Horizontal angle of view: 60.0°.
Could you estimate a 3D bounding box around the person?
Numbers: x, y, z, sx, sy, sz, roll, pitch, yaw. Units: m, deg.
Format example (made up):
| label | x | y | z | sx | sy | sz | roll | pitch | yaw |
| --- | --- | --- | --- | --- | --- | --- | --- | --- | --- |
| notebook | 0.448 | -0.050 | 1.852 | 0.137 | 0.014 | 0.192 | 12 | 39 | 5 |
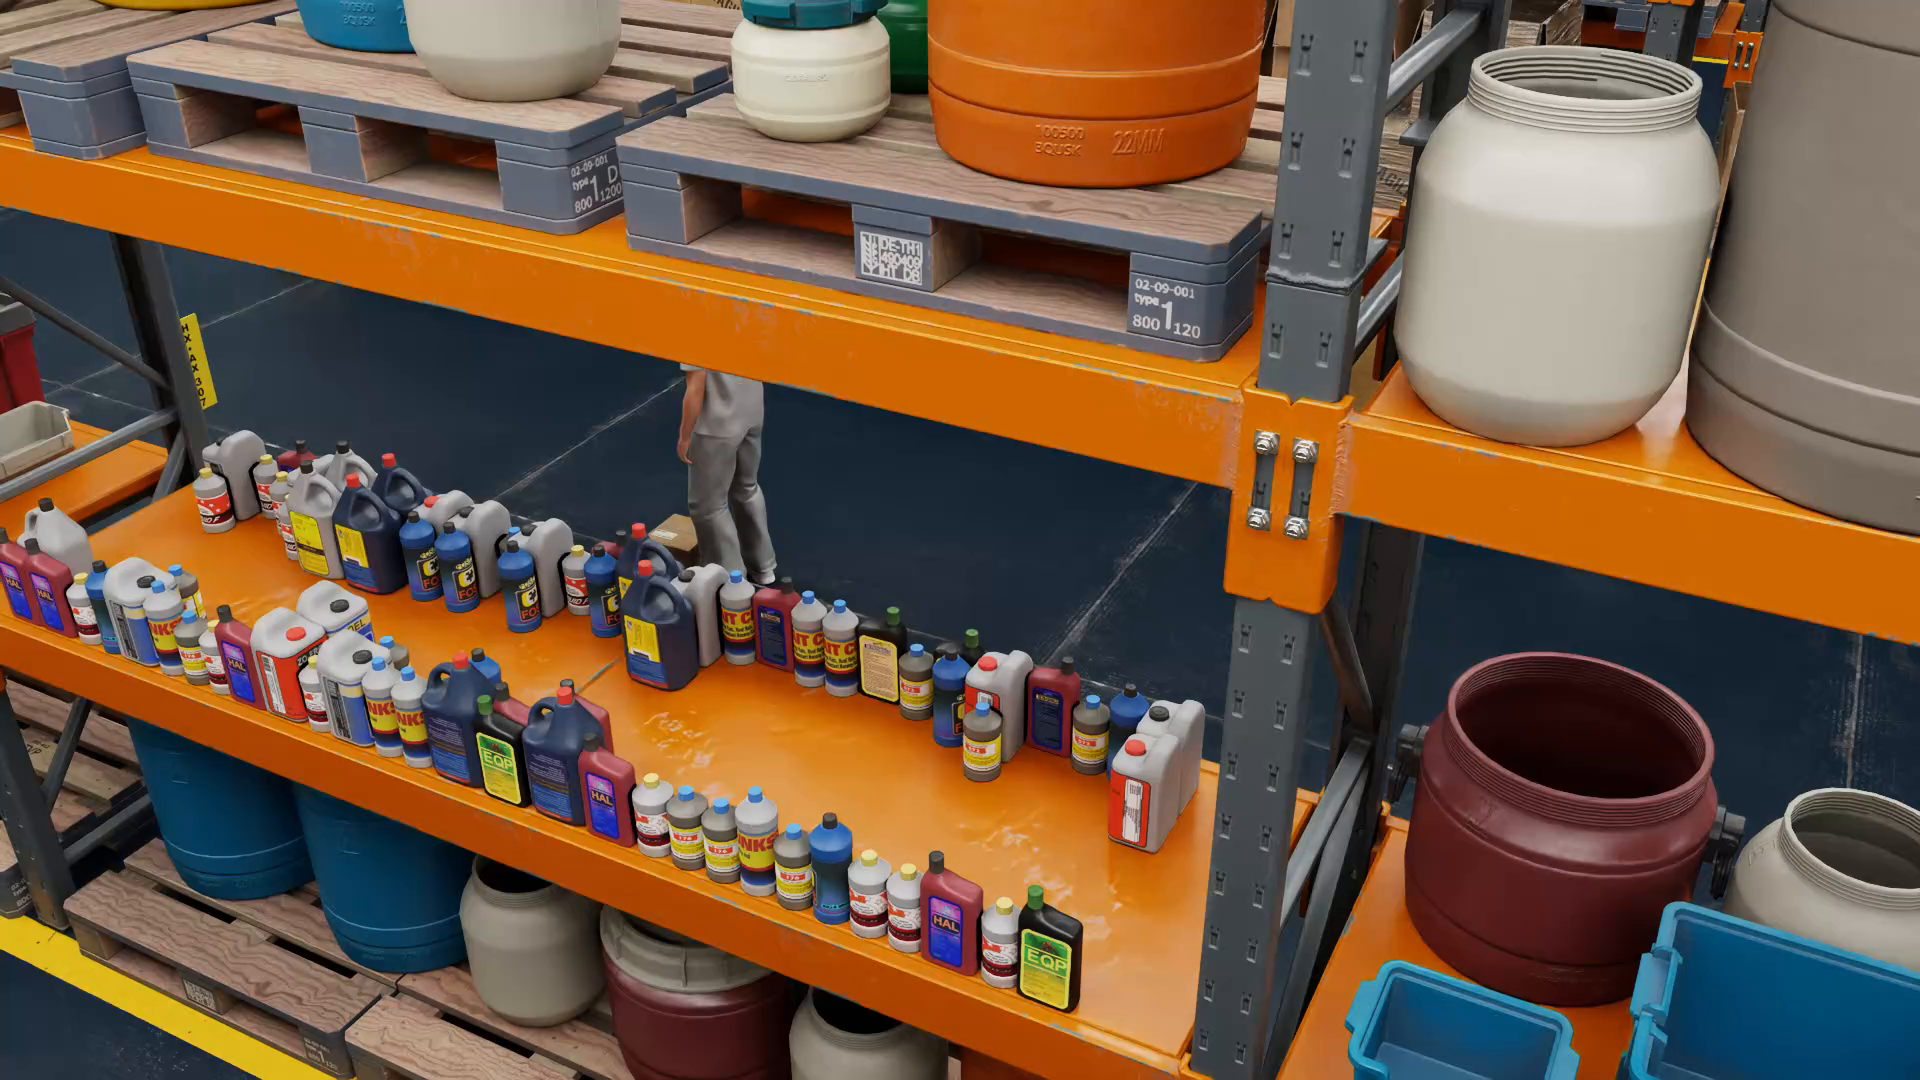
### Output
| label | x | y | z | sx | sy | sz | roll | pitch | yaw |
| --- | --- | --- | --- | --- | --- | --- | --- | --- | --- |
| person | -1.009 | -0.493 | 6.979 | 0.356 | 1.673 | 0.487 | 15 | 33 | 24 |
